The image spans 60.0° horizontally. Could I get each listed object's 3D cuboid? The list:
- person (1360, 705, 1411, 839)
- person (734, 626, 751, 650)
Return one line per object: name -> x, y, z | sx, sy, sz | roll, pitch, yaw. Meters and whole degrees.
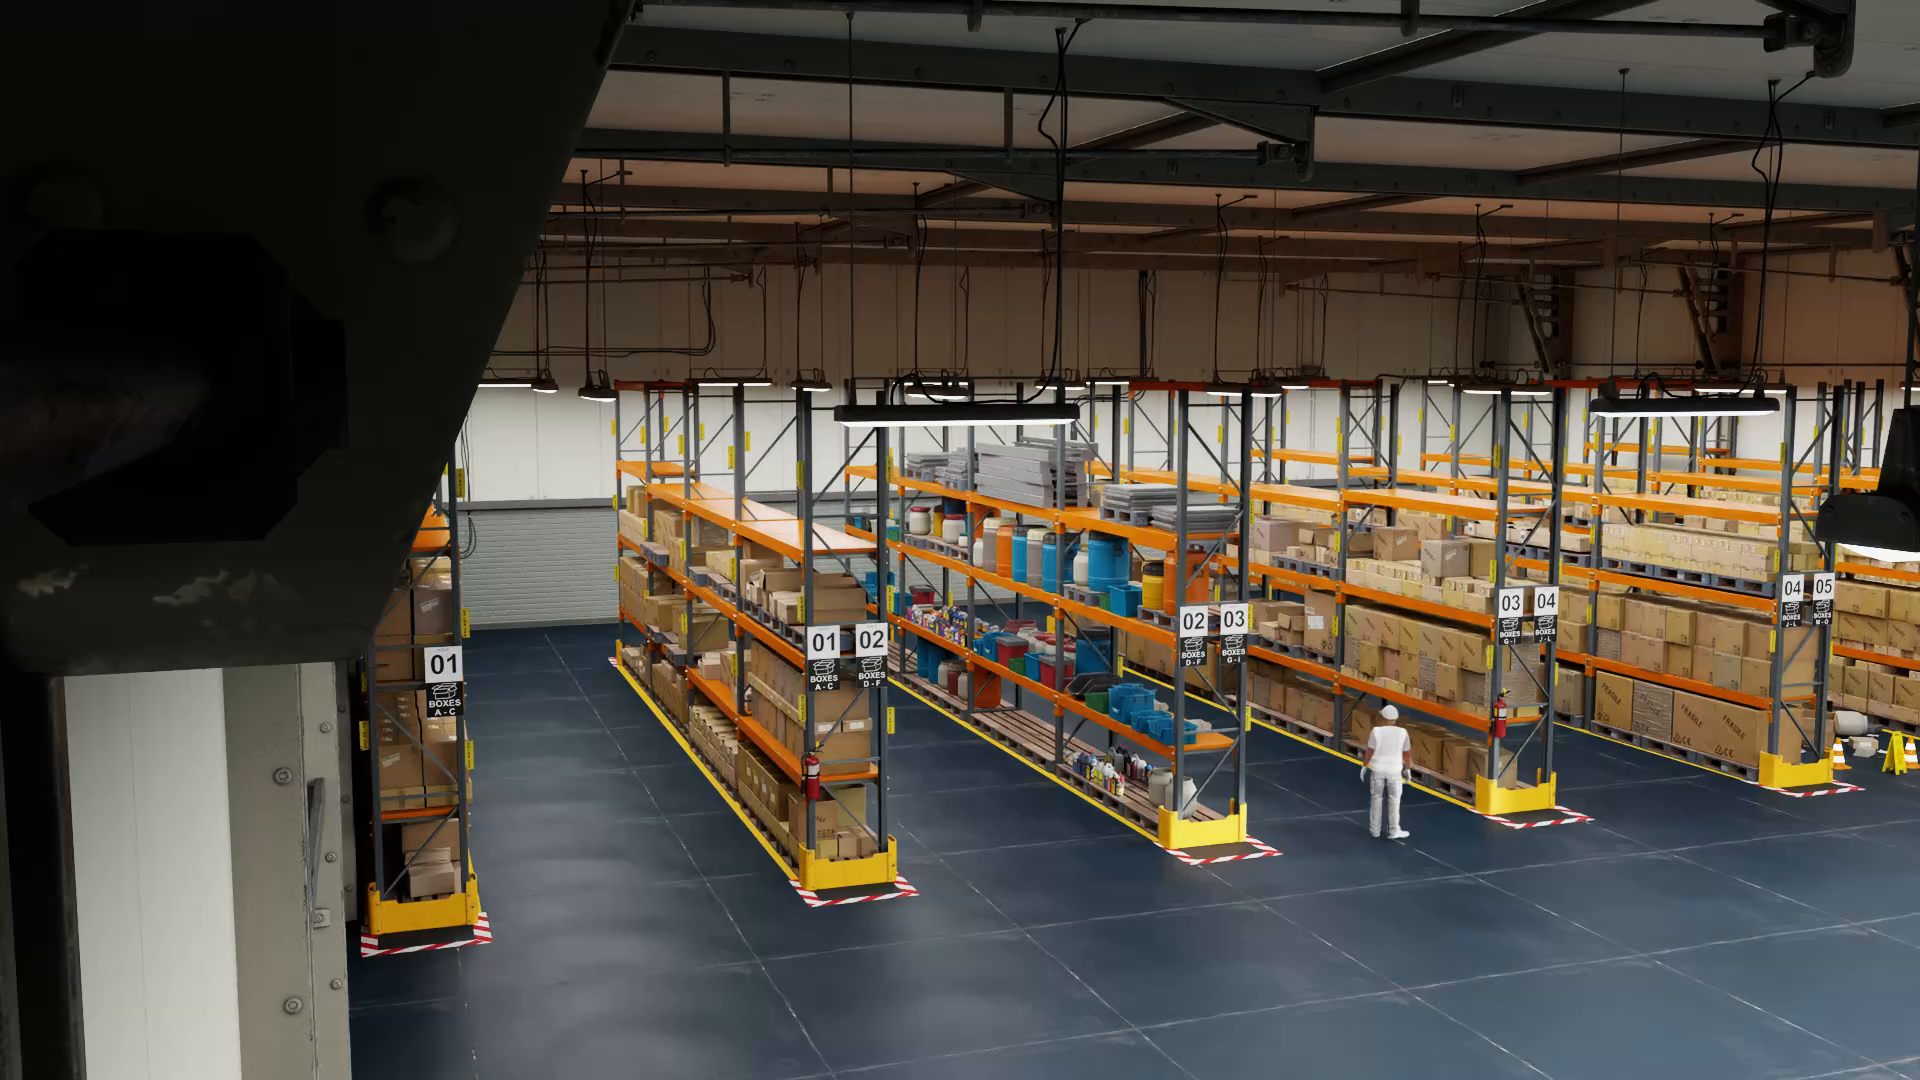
person -> 5.705, 3.093, 22.289 | 0.653, 1.794, 0.374 | 2, 6, 19
person -> -4.664, 1.787, 35.297 | 0.555, 1.688, 0.371 | 5, 8, 40
